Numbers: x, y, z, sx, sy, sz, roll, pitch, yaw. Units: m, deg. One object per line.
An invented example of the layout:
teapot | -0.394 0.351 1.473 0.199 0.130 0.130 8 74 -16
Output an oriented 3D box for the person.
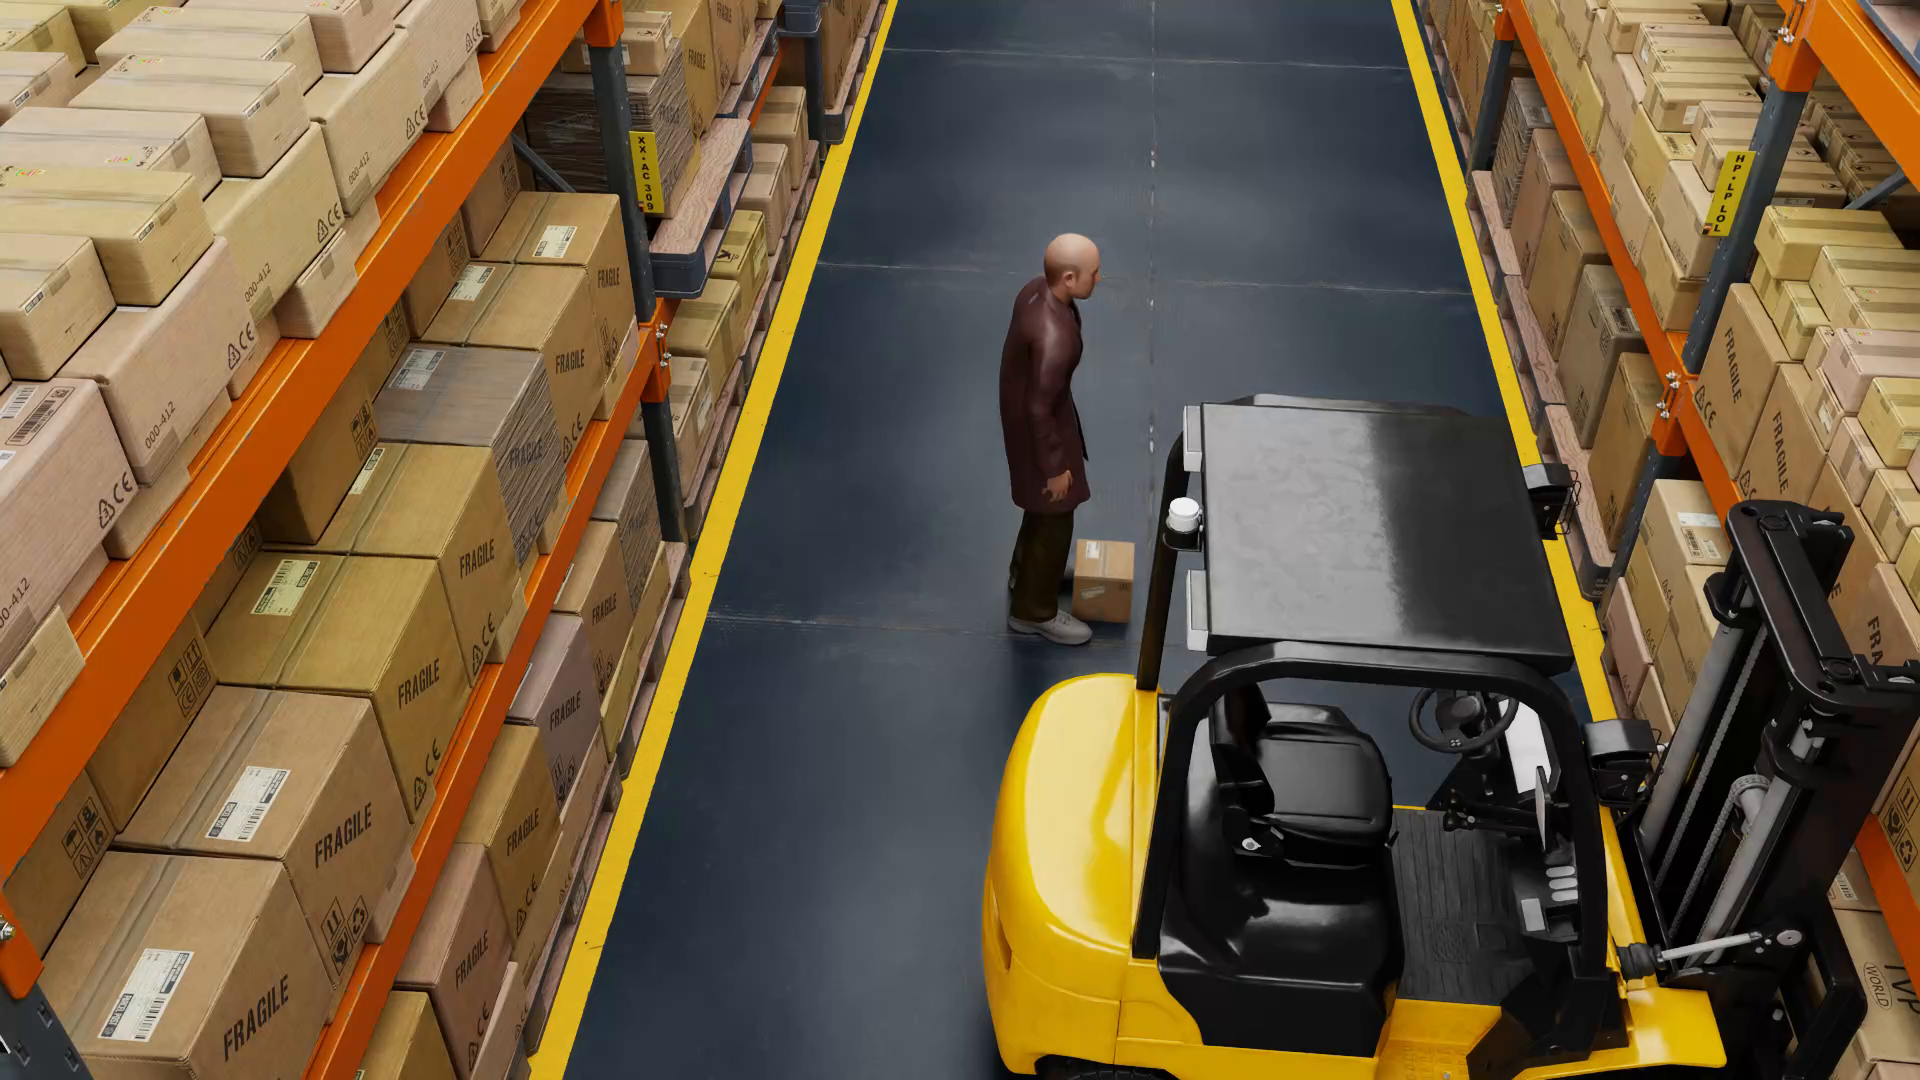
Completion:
person | 0.365 -0.423 6.681 0.429 1.772 0.643 1 40 2
